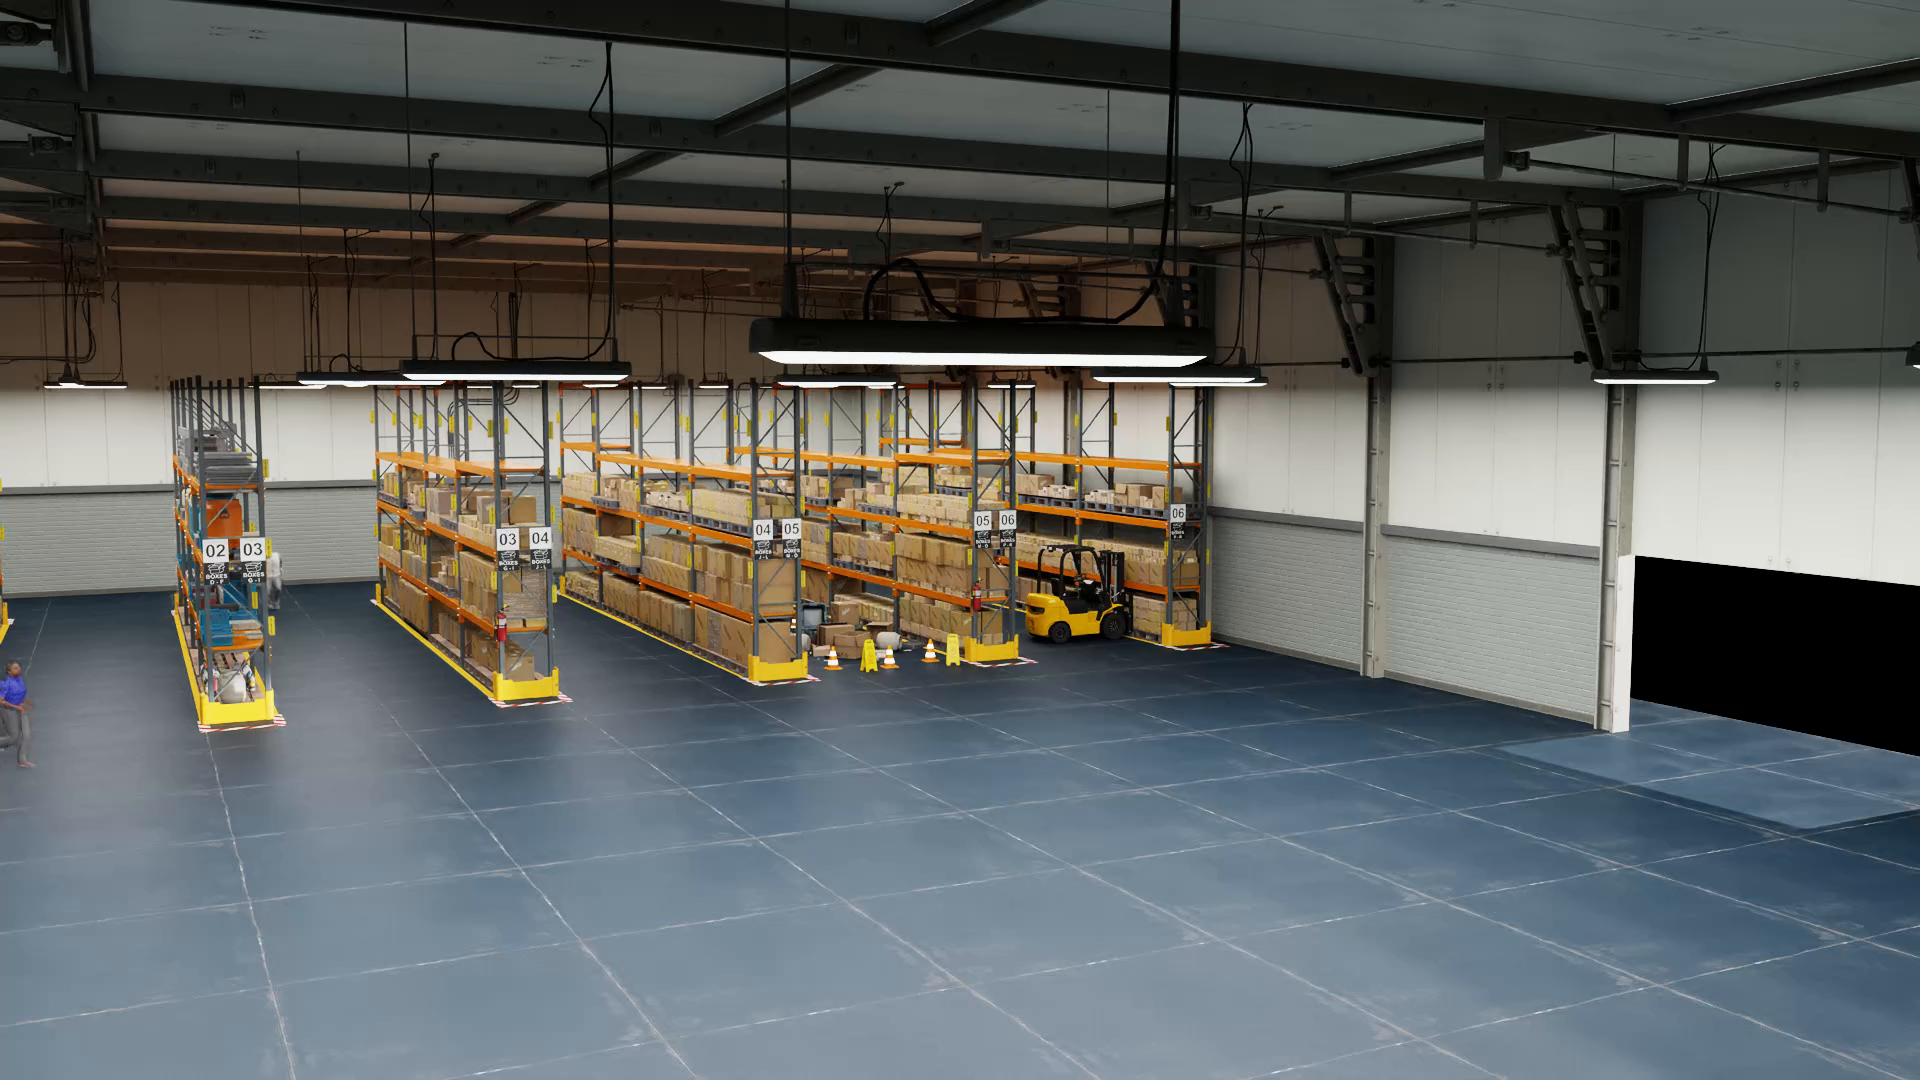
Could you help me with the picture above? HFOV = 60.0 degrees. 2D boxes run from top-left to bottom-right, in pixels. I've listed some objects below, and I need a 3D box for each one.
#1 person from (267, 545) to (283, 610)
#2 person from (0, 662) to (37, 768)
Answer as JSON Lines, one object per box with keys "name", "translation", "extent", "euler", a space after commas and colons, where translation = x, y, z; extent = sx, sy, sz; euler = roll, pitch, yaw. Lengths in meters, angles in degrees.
{"name": "person", "translation": [-18.027, 0.967, 43.554], "extent": [0.637, 1.764, 0.695], "euler": [-3, 6, -34]}
{"name": "person", "translation": [-14.491, 2.675, 25.387], "extent": [0.744, 1.636, 0.585], "euler": [0, 5, 3]}
